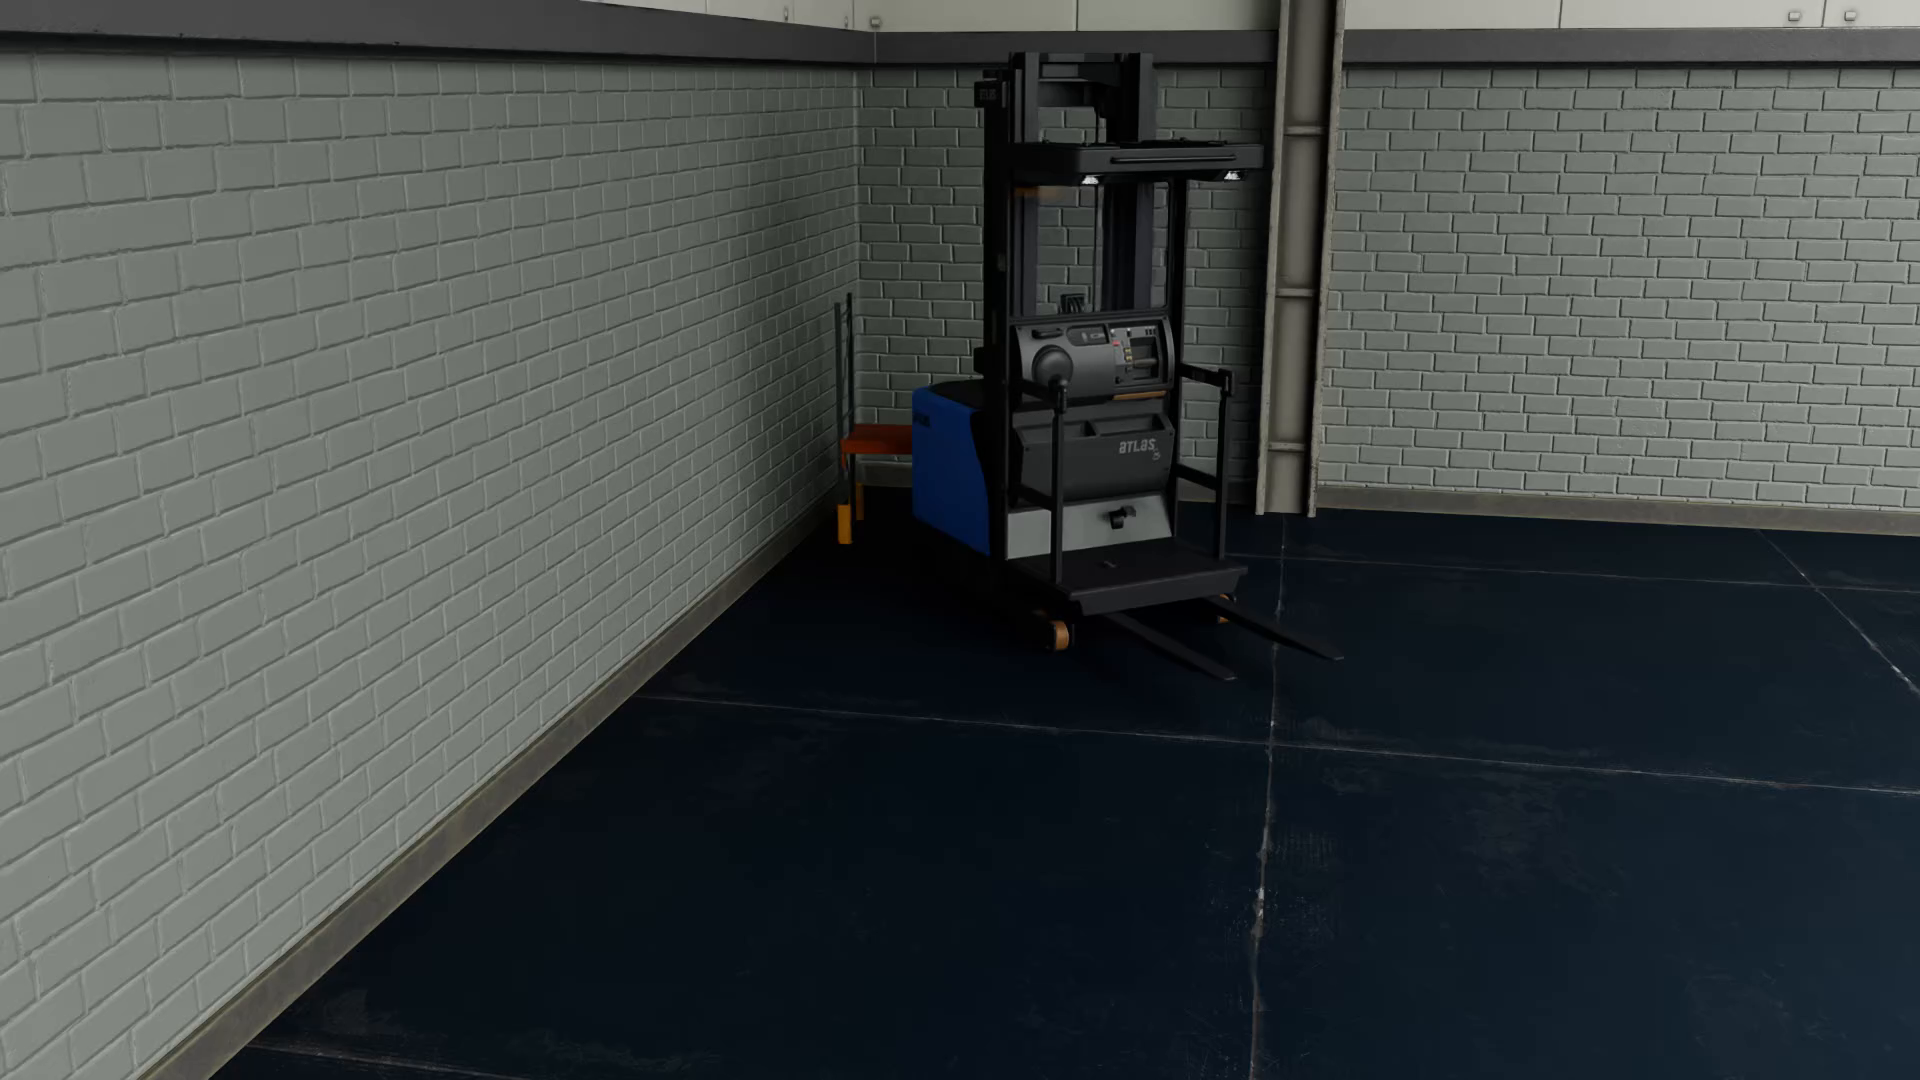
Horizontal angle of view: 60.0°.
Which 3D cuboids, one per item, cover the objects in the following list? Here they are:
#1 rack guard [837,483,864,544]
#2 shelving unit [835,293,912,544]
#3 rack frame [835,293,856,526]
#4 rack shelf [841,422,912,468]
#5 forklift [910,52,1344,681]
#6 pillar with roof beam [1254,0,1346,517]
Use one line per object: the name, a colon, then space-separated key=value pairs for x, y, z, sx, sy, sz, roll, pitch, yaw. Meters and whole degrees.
rack guard: x=-0.700 y=-0.175 z=10.654 sx=0.087 sy=0.250 sz=0.587 roll=1 pitch=16 yaw=5
shelving unit: x=-0.204 y=-0.764 z=10.442 sx=1.083 sy=1.500 sz=0.587 roll=1 pitch=16 yaw=5
rack frame: x=-0.719 y=-0.777 z=10.489 sx=0.032 sy=1.500 sz=0.500 roll=1 pitch=16 yaw=5
rack shelf: x=-0.213 y=-0.591 z=10.491 sx=1.000 sy=0.185 sz=0.538 roll=1 pitch=16 yaw=5
forklift: x=0.808 y=-0.976 z=8.527 sx=1.130 sy=2.935 sz=3.031 roll=-8 pitch=17 yaw=-25
pillar with roof beam: x=1.336 y=-3.412 z=5.951 sx=0.400 sy=9.000 sz=9.100 roll=3 pitch=16 yaw=11
